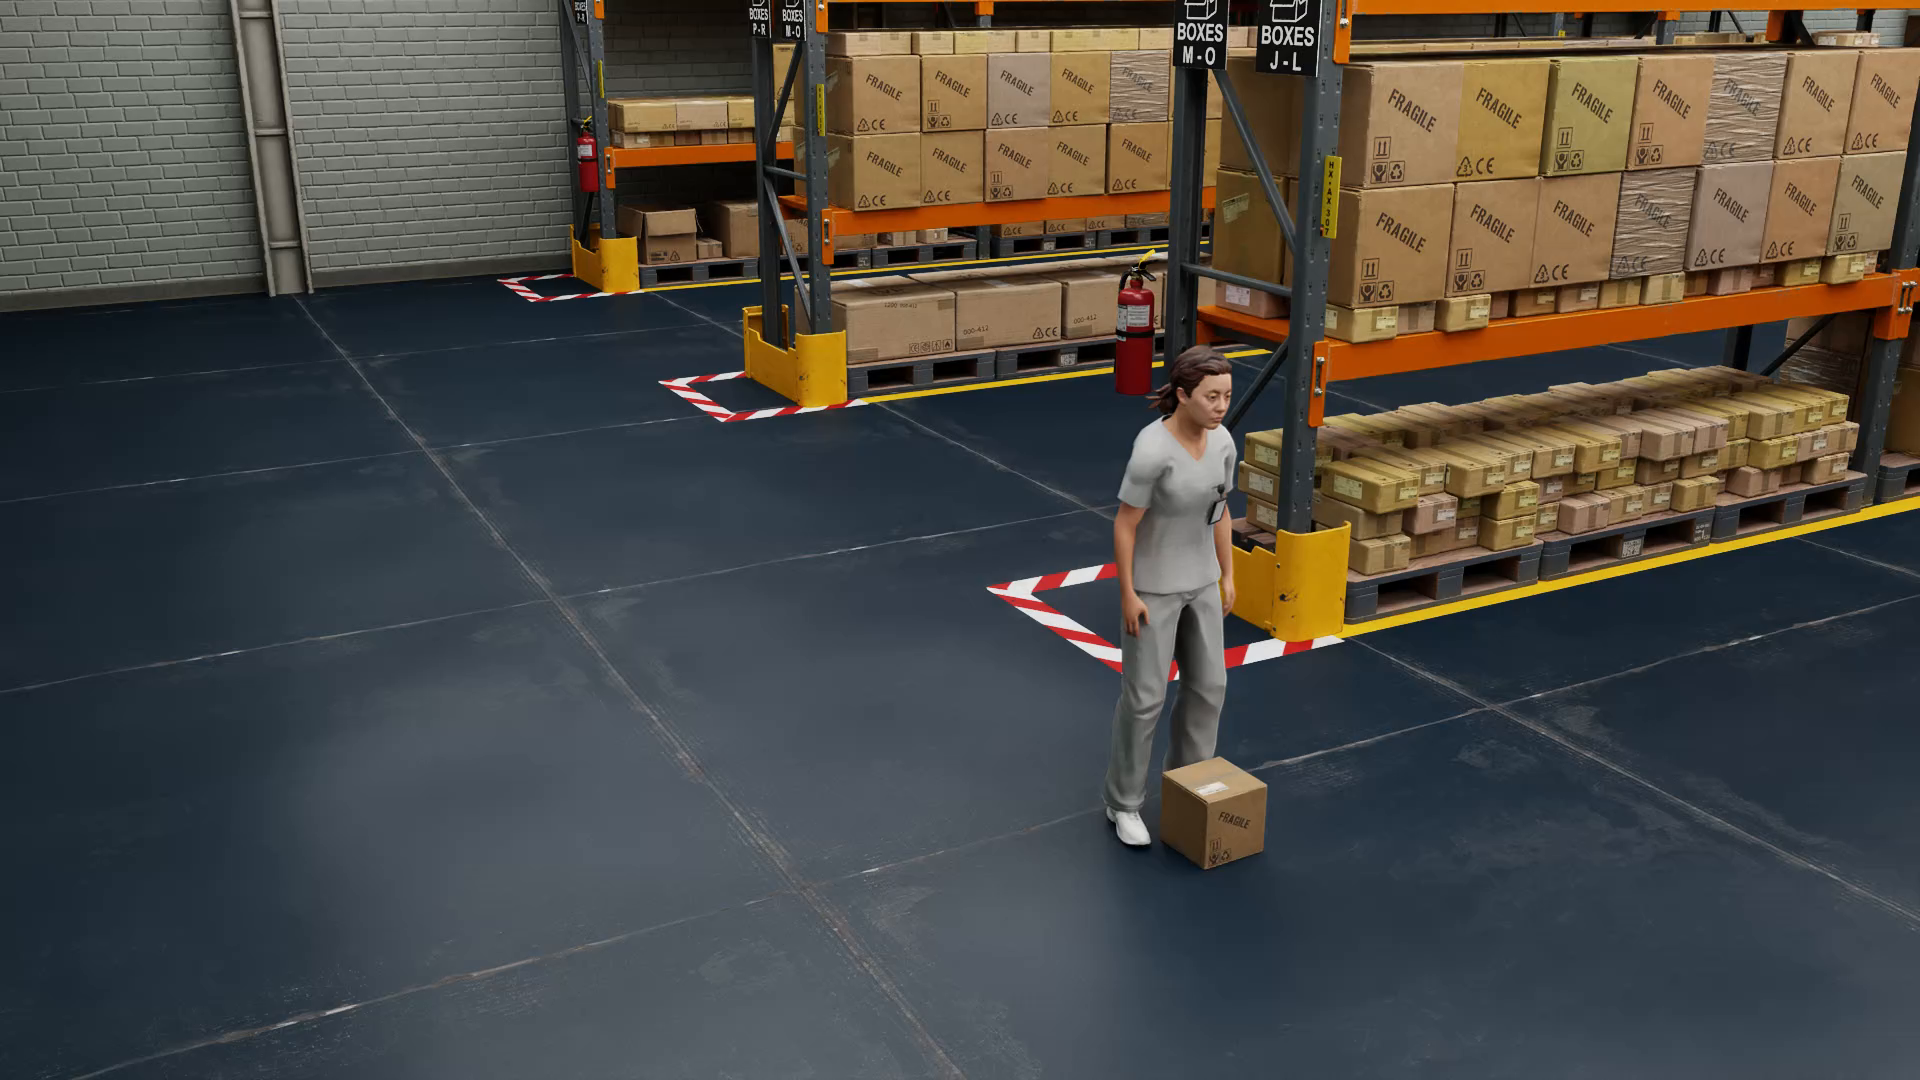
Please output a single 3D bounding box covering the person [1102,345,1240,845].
[{"bbox_3d":[0.737,0.178,5.532,0.514,1.672,0.413,-11,21,-30],"label":"person"}]
